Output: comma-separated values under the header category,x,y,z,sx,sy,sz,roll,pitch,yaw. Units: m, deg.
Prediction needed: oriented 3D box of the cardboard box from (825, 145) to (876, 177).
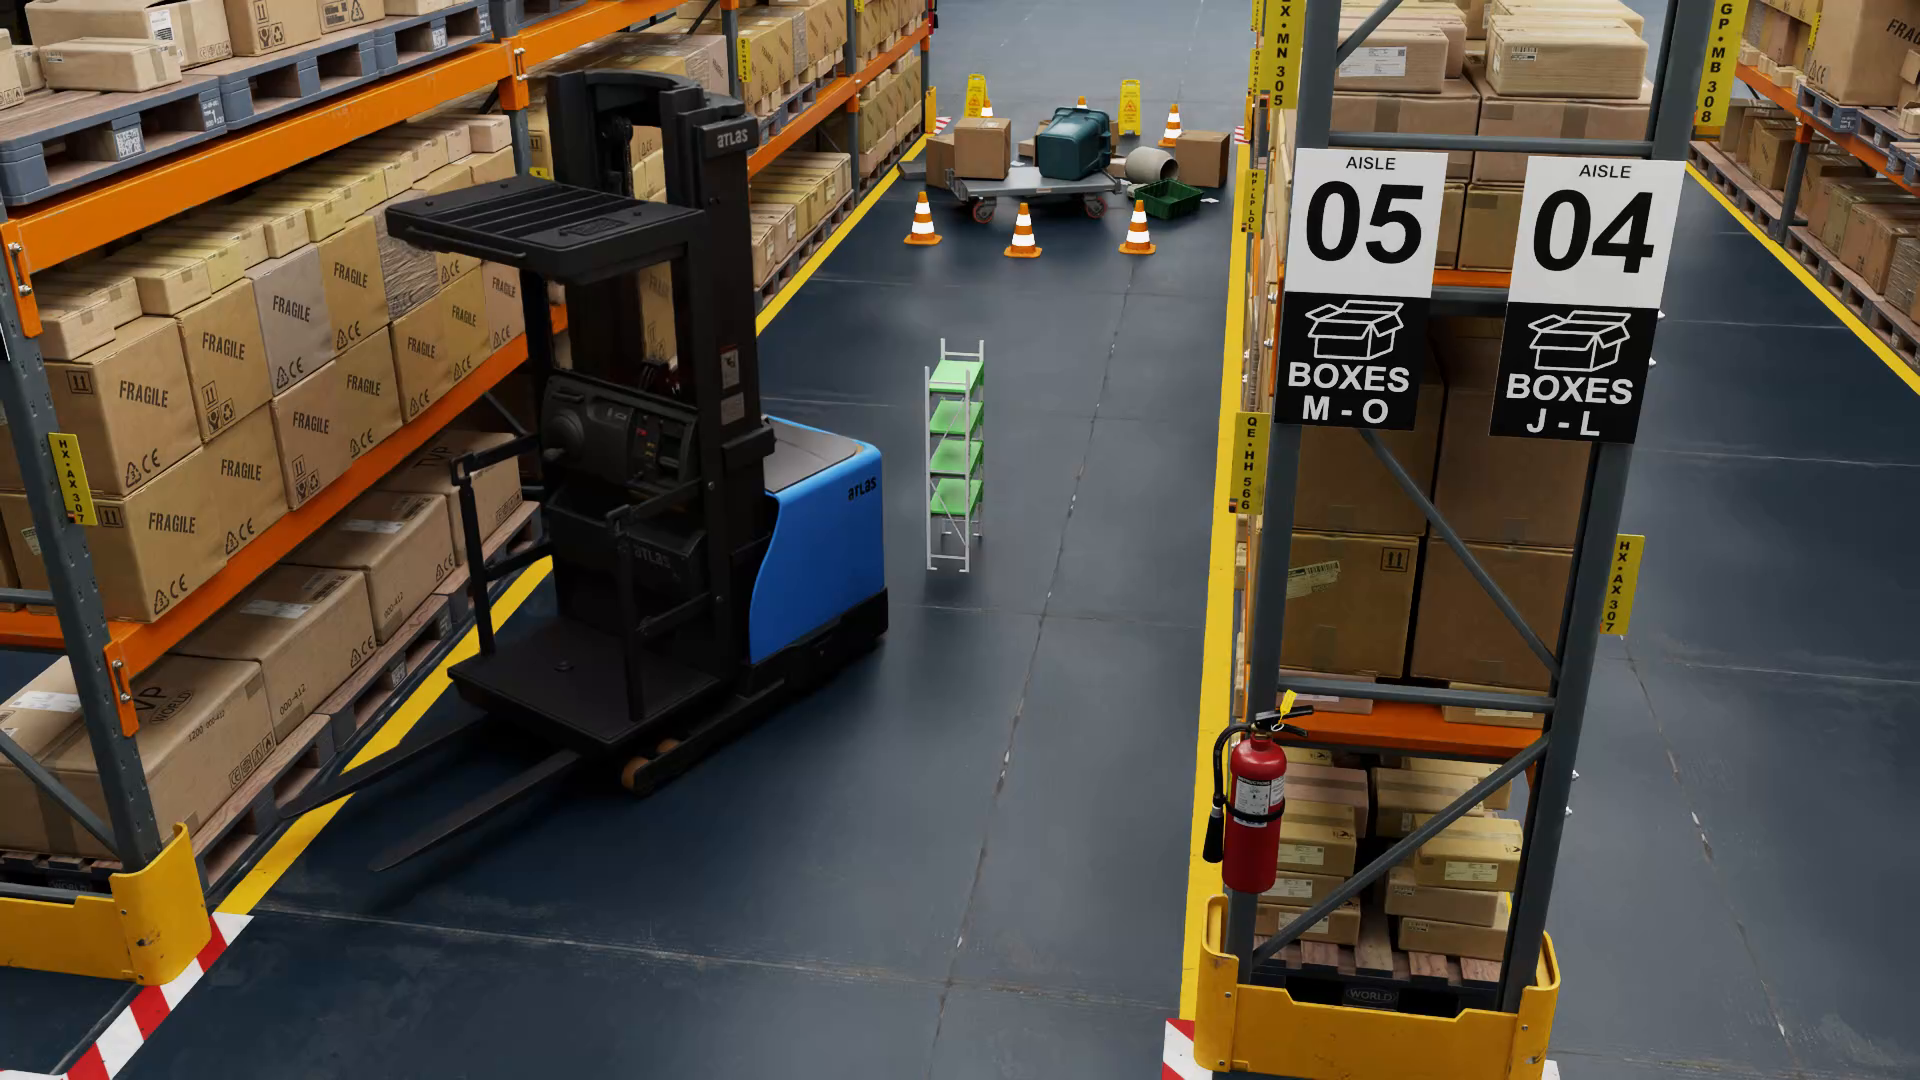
category,x,y,z,sx,sy,sz,roll,pitch,yaw
cardboard box,-1.170,-4.005,17.516,0.500,0.250,0.500,3,25,6

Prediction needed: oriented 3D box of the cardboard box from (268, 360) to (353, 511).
category,x,y,z,sx,sy,sz,roll,pitch,yaw
cardboard box,-2.976,-0.464,7.086,0.500,0.500,0.500,4,25,8

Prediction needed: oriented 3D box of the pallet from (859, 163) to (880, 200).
category,x,y,z,sx,sy,sz,roll,pitch,yaw
pallet,-1.458,-3.852,17.731,1.003,0.211,1.213,4,25,9

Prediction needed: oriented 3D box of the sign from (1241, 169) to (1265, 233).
category,x,y,z,sx,sy,sz,roll,pitch,yaw
sign,1.512,-1.747,8.578,0.100,0.325,0.005,4,25,9

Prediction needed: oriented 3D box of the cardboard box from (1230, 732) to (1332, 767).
category,x,y,z,sx,sy,sz,roll,pitch,yaw
cardboard box,1.257,0.862,6.536,0.380,0.149,0.250,3,25,7

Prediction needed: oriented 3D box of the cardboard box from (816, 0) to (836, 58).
category,x,y,z,sx,sy,sz,roll,pitch,yaw
cardboard box,-1.462,-4.786,15.472,0.500,0.500,0.500,4,25,9

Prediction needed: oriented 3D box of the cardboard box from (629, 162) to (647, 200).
category,x,y,z,sx,sy,sz,roll,pitch,yaw
cardboard box,-2.324,-2.238,10.581,0.500,0.250,0.500,4,25,9

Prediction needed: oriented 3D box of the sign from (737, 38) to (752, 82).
category,x,y,z,sx,sy,sz,roll,pitch,yaw
sign,-1.638,-3.646,12.636,0.100,0.325,0.005,4,25,9

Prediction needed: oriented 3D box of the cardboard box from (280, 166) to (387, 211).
category,x,y,z,sx,sy,sz,roll,pitch,yaw
cardboard box,-2.848,-1.597,7.561,0.380,0.149,0.250,3,25,7

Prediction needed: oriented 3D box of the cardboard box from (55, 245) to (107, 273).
category,x,y,z,sx,sy,sz,roll,pitch,yaw
cardboard box,-3.574,-1.093,6.485,0.380,0.149,0.250,5,25,10

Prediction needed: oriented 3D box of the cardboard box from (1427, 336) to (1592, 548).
category,x,y,z,sx,sy,sz,roll,pitch,yaw
cardboard box,1.741,-0.315,5.236,0.500,0.500,0.500,4,25,8

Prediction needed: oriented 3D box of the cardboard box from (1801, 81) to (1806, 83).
category,x,y,z,sx,sy,sz,roll,pitch,yaw
cardboard box,7.989,-4.142,15.357,0.380,0.149,0.250,4,25,9

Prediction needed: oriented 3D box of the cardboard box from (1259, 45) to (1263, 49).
category,x,y,z,sx,sy,sz,roll,pitch,yaw
cardboard box,2.934,-4.164,14.990,0.500,0.500,0.500,4,25,9

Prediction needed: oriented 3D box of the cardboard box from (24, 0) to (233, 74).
category,x,y,z,sx,sy,sz,roll,pitch,yaw
cardboard box,-3.200,-1.989,6.416,0.500,0.311,0.500,4,25,9

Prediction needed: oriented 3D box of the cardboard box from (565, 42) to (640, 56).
category,x,y,z,sx,sy,sz,roll,pitch,yaw
cardboard box,-2.580,-3.260,11.879,0.500,0.500,0.500,4,25,9

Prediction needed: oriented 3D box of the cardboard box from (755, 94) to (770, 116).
category,x,y,z,sx,sy,sz,roll,pitch,yaw
cardboard box,-1.780,-3.586,13.673,0.380,0.149,0.250,2,25,5

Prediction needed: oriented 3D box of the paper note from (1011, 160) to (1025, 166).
category,x,y,z,sx,sy,sz,roll,pitch,yaw
paper note,0.643,-4.277,18.865,0.148,0.019,0.142,13,28,26

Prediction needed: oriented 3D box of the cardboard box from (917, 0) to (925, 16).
category,x,y,z,sx,sy,sz,roll,pitch,yaw
cardboard box,-0.696,-6.439,19.499,0.500,0.500,0.500,4,25,8

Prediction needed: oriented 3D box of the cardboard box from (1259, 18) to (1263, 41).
category,x,y,z,sx,sy,sz,roll,pitch,yaw
cardboard box,3.721,-5.657,18.120,0.875,0.550,0.550,4,25,9

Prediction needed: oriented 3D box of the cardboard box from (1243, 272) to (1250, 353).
category,x,y,z,sx,sy,sz,roll,pitch,yaw
cardboard box,2.346,-1.638,12.165,0.500,0.500,0.500,3,25,6

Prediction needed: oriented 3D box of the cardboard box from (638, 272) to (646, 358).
category,x,y,z,sx,sy,sz,roll,pitch,yaw
cardboard box,-2.678,-1.357,11.122,0.875,0.875,0.875,5,26,10

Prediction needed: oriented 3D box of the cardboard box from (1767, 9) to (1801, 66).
category,x,y,z,sx,sy,sz,roll,pitch,yaw
cardboard box,8.477,-4.932,16.280,0.875,0.500,0.500,4,25,9

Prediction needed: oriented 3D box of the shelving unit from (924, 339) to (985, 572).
category,x,y,z,sx,sy,sz,roll,pitch,yaw
shelving unit,-0.027,-0.474,9.348,0.258,1.200,0.503,4,25,9

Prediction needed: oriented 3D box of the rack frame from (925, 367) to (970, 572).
category,x,y,z,sx,sy,sz,roll,pitch,yaw
rack frame,-0.067,-0.372,9.130,0.240,1.200,0.015,4,25,9

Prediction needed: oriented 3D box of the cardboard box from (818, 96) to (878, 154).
category,x,y,z,sx,sy,sz,roll,pitch,yaw
cardboard box,-1.170,-4.345,17.357,0.500,0.500,0.500,5,26,11

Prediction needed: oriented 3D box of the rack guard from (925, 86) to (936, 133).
category,x,y,z,sx,sy,sz,roll,pitch,yaw
rack guard,-0.892,-5.341,20.571,1.175,0.500,0.348,4,25,9

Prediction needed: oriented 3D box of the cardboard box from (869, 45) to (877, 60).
category,x,y,z,sx,sy,sz,roll,pitch,yaw
cardboard box,-1.087,-5.151,17.513,0.380,0.149,0.250,5,26,10

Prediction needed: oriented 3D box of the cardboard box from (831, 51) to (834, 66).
category,x,y,z,sx,sy,sz,roll,pitch,yaw
cardboard box,-1.405,-4.565,15.765,0.380,0.149,0.250,3,25,7

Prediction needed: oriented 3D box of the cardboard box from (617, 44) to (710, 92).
category,x,y,z,sx,sy,sz,roll,pitch,yaw
cardboard box,-2.089,-3.208,11.767,0.500,0.500,0.500,4,25,9

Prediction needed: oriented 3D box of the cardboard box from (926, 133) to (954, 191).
category,x,y,z,sx,sy,sz,roll,pitch,yaw
cardboard box,-0.015,-4.055,17.820,0.500,0.500,0.500,-20,32,-36

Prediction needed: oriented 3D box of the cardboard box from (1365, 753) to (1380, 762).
category,x,y,z,sx,sy,sz,roll,pitch,yaw
cardboard box,1.897,0.816,6.985,0.380,0.149,0.250,3,25,6

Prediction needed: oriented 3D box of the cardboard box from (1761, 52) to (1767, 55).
category,x,y,z,sx,sy,sz,roll,pitch,yaw
cardboard box,8.365,-4.868,16.907,0.380,0.149,0.250,4,25,9

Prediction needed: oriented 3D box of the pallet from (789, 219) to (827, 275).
category,x,y,z,sx,sy,sz,roll,pitch,yaw
pallet,-1.856,-2.732,15.337,1.003,0.211,1.213,4,25,9

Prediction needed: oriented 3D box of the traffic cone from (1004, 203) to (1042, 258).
category,x,y,z,sx,sy,sz,roll,pitch,yaw
traffic cone,0.585,-2.877,15.350,0.336,0.463,0.334,4,25,9

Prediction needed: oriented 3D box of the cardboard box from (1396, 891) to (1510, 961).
category,x,y,z,sx,sy,sz,roll,pitch,yaw
cardboard box,1.807,1.391,6.106,0.380,0.149,0.250,5,25,10

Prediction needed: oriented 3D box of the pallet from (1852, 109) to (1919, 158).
category,x,y,z,sx,sy,sz,roll,pitch,yaw
pallet,7.873,-3.216,13.309,1.003,0.211,1.213,4,25,9

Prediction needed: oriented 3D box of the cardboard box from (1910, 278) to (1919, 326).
category,x,y,z,sx,sy,sz,roll,pitch,yaw
cardboard box,7.680,-1.821,12.532,0.700,0.500,0.500,3,25,6

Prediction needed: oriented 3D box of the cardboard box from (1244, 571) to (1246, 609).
category,x,y,z,sx,sy,sz,roll,pitch,yaw
cardboard box,1.650,0.264,8.514,0.380,0.149,0.250,4,25,8

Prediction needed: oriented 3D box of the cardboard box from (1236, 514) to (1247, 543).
category,x,y,z,sx,sy,sz,roll,pitch,yaw
cardboard box,1.685,-0.090,8.920,0.380,0.149,0.250,5,26,11

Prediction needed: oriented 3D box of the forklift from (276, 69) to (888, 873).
category,x,y,z,sx,sy,sz,roll,pitch,yaw
forklift,-1.647,-0.435,7.222,1.130,2.935,3.031,17,30,32

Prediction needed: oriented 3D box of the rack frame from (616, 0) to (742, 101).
category,x,y,z,sx,sy,sz,roll,pitch,yaw
rack frame,-2.187,-3.159,12.961,1.000,3.000,0.127,4,25,9

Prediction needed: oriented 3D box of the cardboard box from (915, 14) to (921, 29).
category,x,y,z,sx,sy,sz,roll,pitch,yaw
cardboard box,-0.661,-6.106,19.554,0.380,0.149,0.250,4,25,8

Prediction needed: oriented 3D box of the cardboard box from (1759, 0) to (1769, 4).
category,x,y,z,sx,sy,sz,roll,pitch,yaw
cardboard box,8.294,-5.613,16.554,0.500,0.500,0.500,4,25,9

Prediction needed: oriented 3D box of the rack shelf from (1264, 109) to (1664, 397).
category,x,y,z,sx,sy,sz,roll,pitch,yaw
rack shelf,1.733,-1.382,6.474,1.077,0.370,4.000,4,25,9

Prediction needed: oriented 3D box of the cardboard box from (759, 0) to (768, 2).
category,x,y,z,sx,sy,sz,roll,pitch,yaw
cardboard box,-1.974,-4.817,15.538,0.500,0.500,0.500,4,25,9

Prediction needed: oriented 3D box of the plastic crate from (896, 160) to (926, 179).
category,x,y,z,sx,sy,sz,roll,pitch,yaw
plastic crate,-0.467,-4.110,18.435,0.402,0.080,0.583,-5,25,-10

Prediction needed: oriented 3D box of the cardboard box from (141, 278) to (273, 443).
category,x,y,z,sx,sy,sz,roll,pitch,yaw
cardboard box,-3.057,-0.709,6.429,0.500,0.500,0.500,3,25,7

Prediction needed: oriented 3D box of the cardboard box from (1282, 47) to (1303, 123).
category,x,y,z,sx,sy,sz,roll,pitch,yaw
cardboard box,1.313,-1.454,5.367,0.500,0.250,0.500,3,25,7

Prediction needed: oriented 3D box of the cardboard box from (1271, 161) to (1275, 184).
category,x,y,z,sx,sy,sz,roll,pitch,yaw
cardboard box,1.676,-1.429,7.616,0.500,0.500,0.500,3,25,7

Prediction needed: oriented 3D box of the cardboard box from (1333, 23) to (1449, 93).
category,x,y,z,sx,sy,sz,roll,pitch,yaw
cardboard box,1.170,-1.370,4.716,0.380,0.149,0.250,4,25,8

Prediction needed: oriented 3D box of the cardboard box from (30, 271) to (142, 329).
category,x,y,z,sx,sy,sz,roll,pitch,yaw
cardboard box,-3.190,-0.849,5.963,0.380,0.149,0.250,5,25,10

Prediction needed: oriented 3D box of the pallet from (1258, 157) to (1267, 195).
category,x,y,z,sx,sy,sz,roll,pitch,yaw
pallet,2.702,-2.466,11.707,1.213,0.211,1.003,4,25,9

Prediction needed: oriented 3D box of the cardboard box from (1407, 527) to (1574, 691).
category,x,y,z,sx,sy,sz,roll,pitch,yaw
cardboard box,1.752,0.139,5.446,0.500,0.500,0.500,5,26,11

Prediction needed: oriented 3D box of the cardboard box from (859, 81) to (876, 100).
category,x,y,z,sx,sy,sz,roll,pitch,yaw
cardboard box,-1.090,-4.687,17.322,0.380,0.149,0.250,4,25,9

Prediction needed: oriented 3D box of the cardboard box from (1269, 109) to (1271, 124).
category,x,y,z,sx,sy,sz,roll,pitch,yaw
cardboard box,1.546,-1.874,6.854,0.500,0.250,0.500,5,26,11

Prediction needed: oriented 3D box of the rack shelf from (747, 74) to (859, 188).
category,x,y,z,sx,sy,sz,roll,pitch,yaw
rack shelf,-1.860,-3.670,14.900,1.077,0.370,4.000,4,25,9

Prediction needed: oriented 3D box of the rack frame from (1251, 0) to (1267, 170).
category,x,y,z,sx,sy,sz,roll,pitch,yaw
rack frame,3.367,-4.531,15.893,1.000,3.000,0.127,4,25,9

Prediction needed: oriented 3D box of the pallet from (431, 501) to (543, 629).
category,x,y,z,sx,sy,sz,roll,pitch,yaw
pallet,-3.042,0.089,9.310,1.003,0.211,1.213,4,25,9

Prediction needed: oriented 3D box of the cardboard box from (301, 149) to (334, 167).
category,x,y,z,sx,sy,sz,roll,pitch,yaw
cardboard box,-3.275,-1.846,8.093,0.380,0.149,0.250,4,25,8
